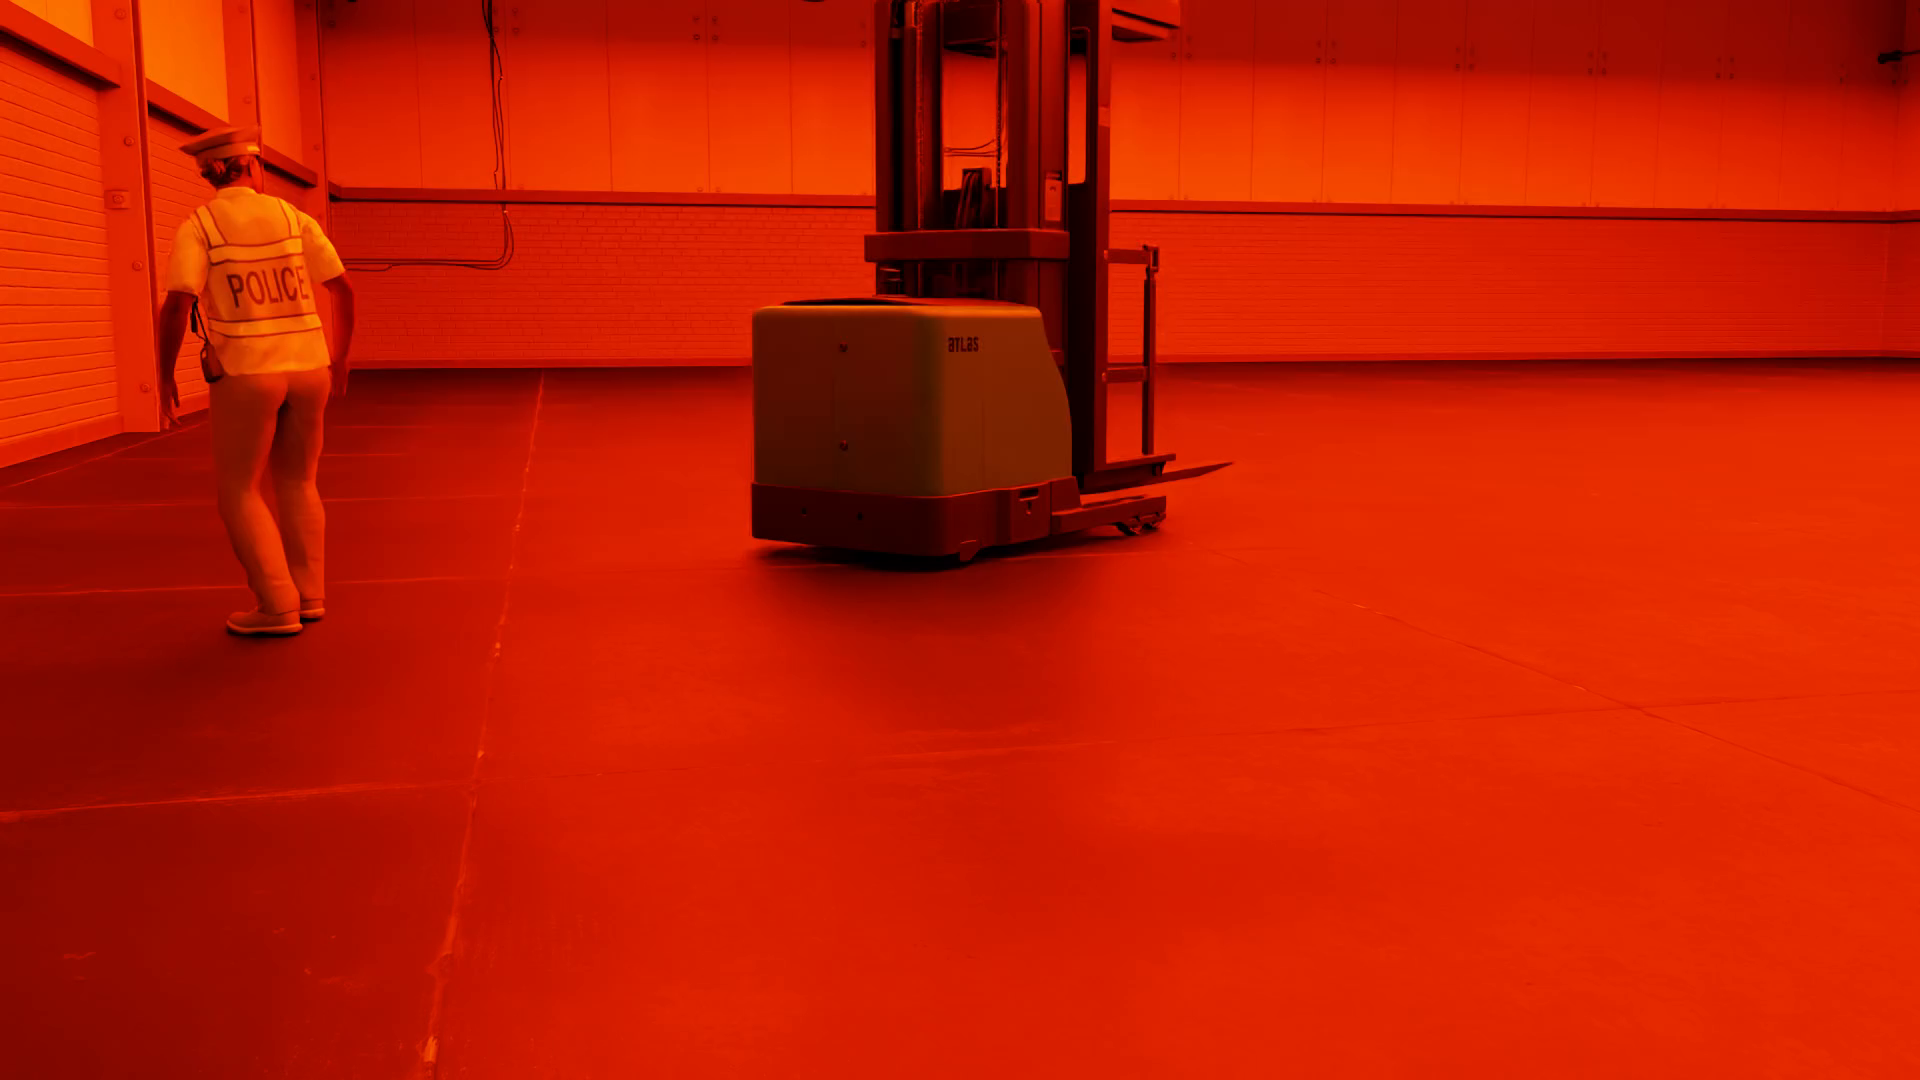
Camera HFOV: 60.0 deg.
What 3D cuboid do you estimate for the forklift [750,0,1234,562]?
[{"bbox_3d":[0.356,-1.520,7.996,1.130,2.935,3.031,6,10,36],"label":"forklift"}]

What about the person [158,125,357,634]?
[{"bbox_3d":[-2.349,-0.525,5.509,0.475,1.656,0.663,6,10,37],"label":"person"}]
